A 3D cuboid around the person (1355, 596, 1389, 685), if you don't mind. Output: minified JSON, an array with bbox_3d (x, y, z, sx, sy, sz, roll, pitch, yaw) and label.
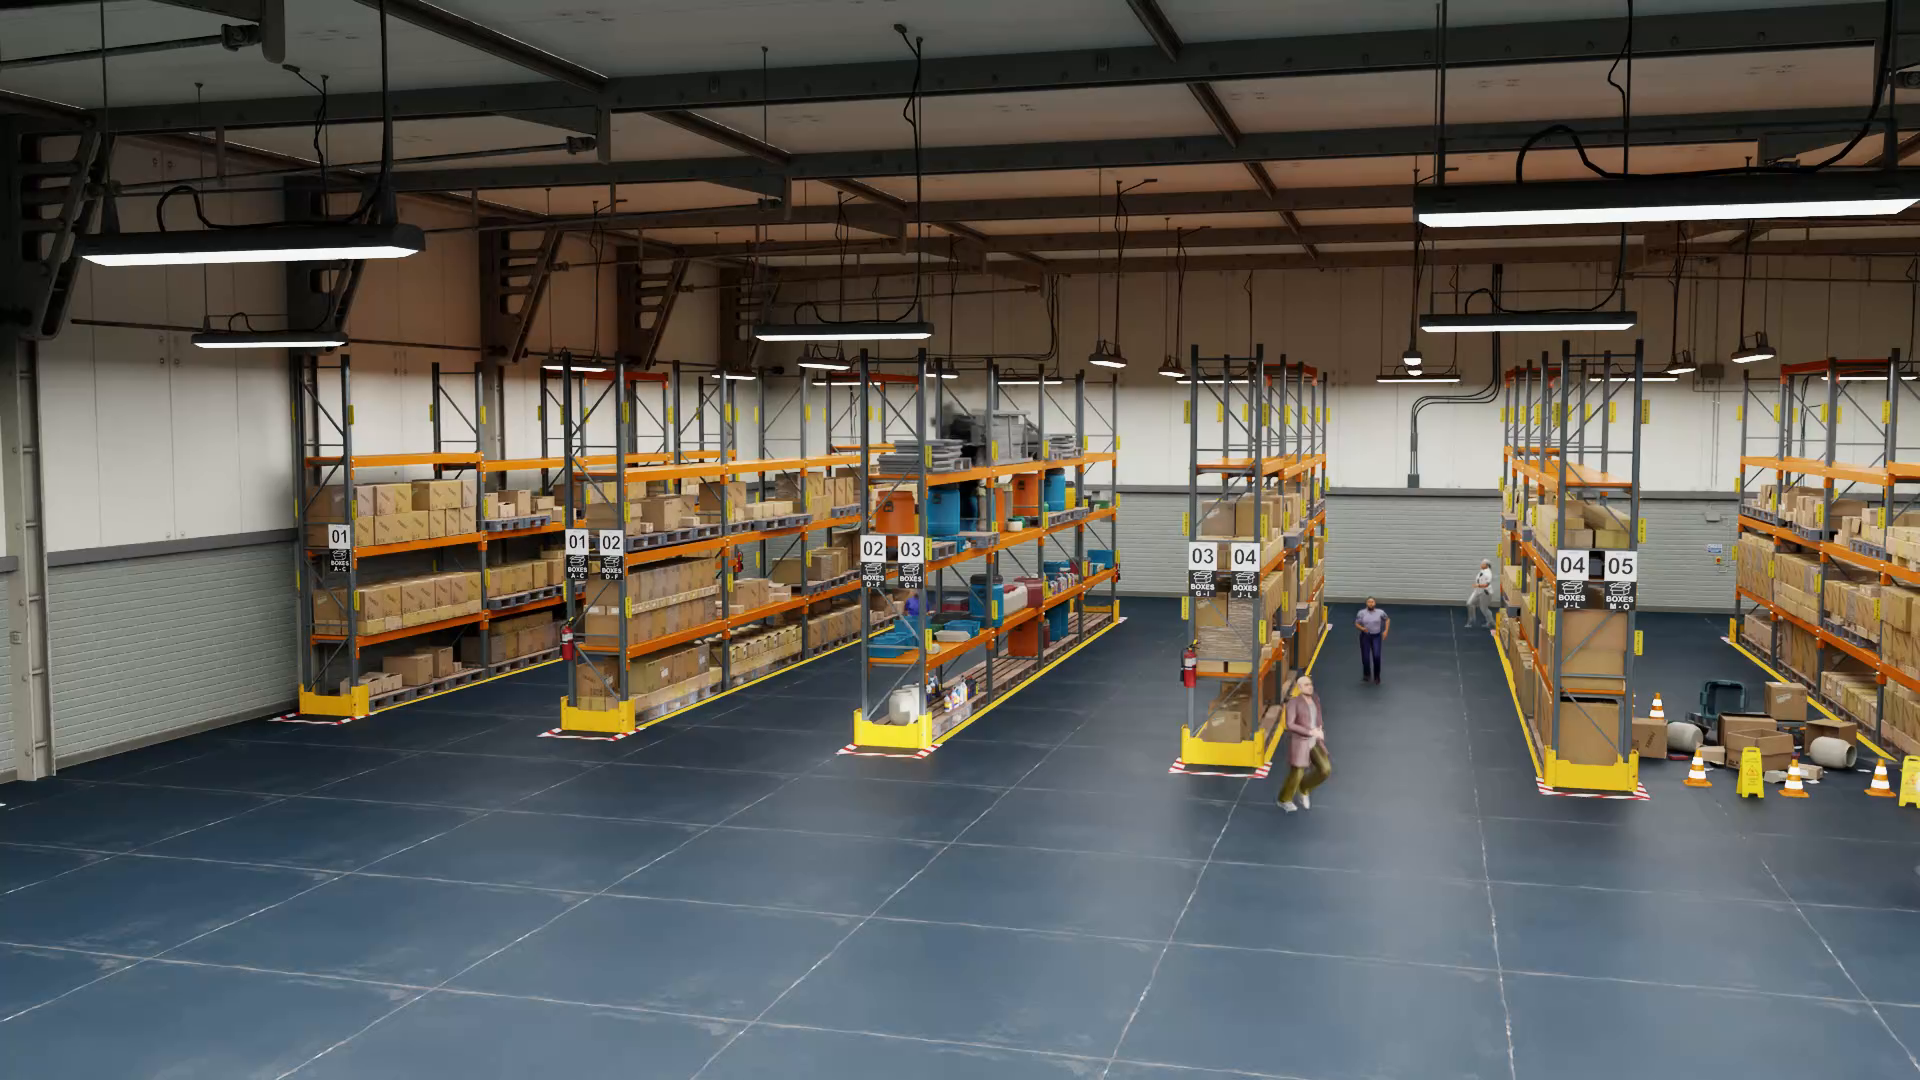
[{"bbox_3d":[7.657,1.881,30.930,0.621,1.675,0.671,1,4,15],"label":"person"}]

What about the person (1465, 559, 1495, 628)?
[{"bbox_3d":[12.243,1.265,38.892,0.677,1.659,0.587,-1,4,-8],"label":"person"}]

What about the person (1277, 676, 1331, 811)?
[{"bbox_3d":[4.343,2.562,20.832,0.732,1.735,0.848,-2,5,-29],"label":"person"}]

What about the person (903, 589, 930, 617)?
[{"bbox_3d":[-0.876,1.712,33.094,0.561,1.618,0.570,0,4,6],"label":"person"}]
